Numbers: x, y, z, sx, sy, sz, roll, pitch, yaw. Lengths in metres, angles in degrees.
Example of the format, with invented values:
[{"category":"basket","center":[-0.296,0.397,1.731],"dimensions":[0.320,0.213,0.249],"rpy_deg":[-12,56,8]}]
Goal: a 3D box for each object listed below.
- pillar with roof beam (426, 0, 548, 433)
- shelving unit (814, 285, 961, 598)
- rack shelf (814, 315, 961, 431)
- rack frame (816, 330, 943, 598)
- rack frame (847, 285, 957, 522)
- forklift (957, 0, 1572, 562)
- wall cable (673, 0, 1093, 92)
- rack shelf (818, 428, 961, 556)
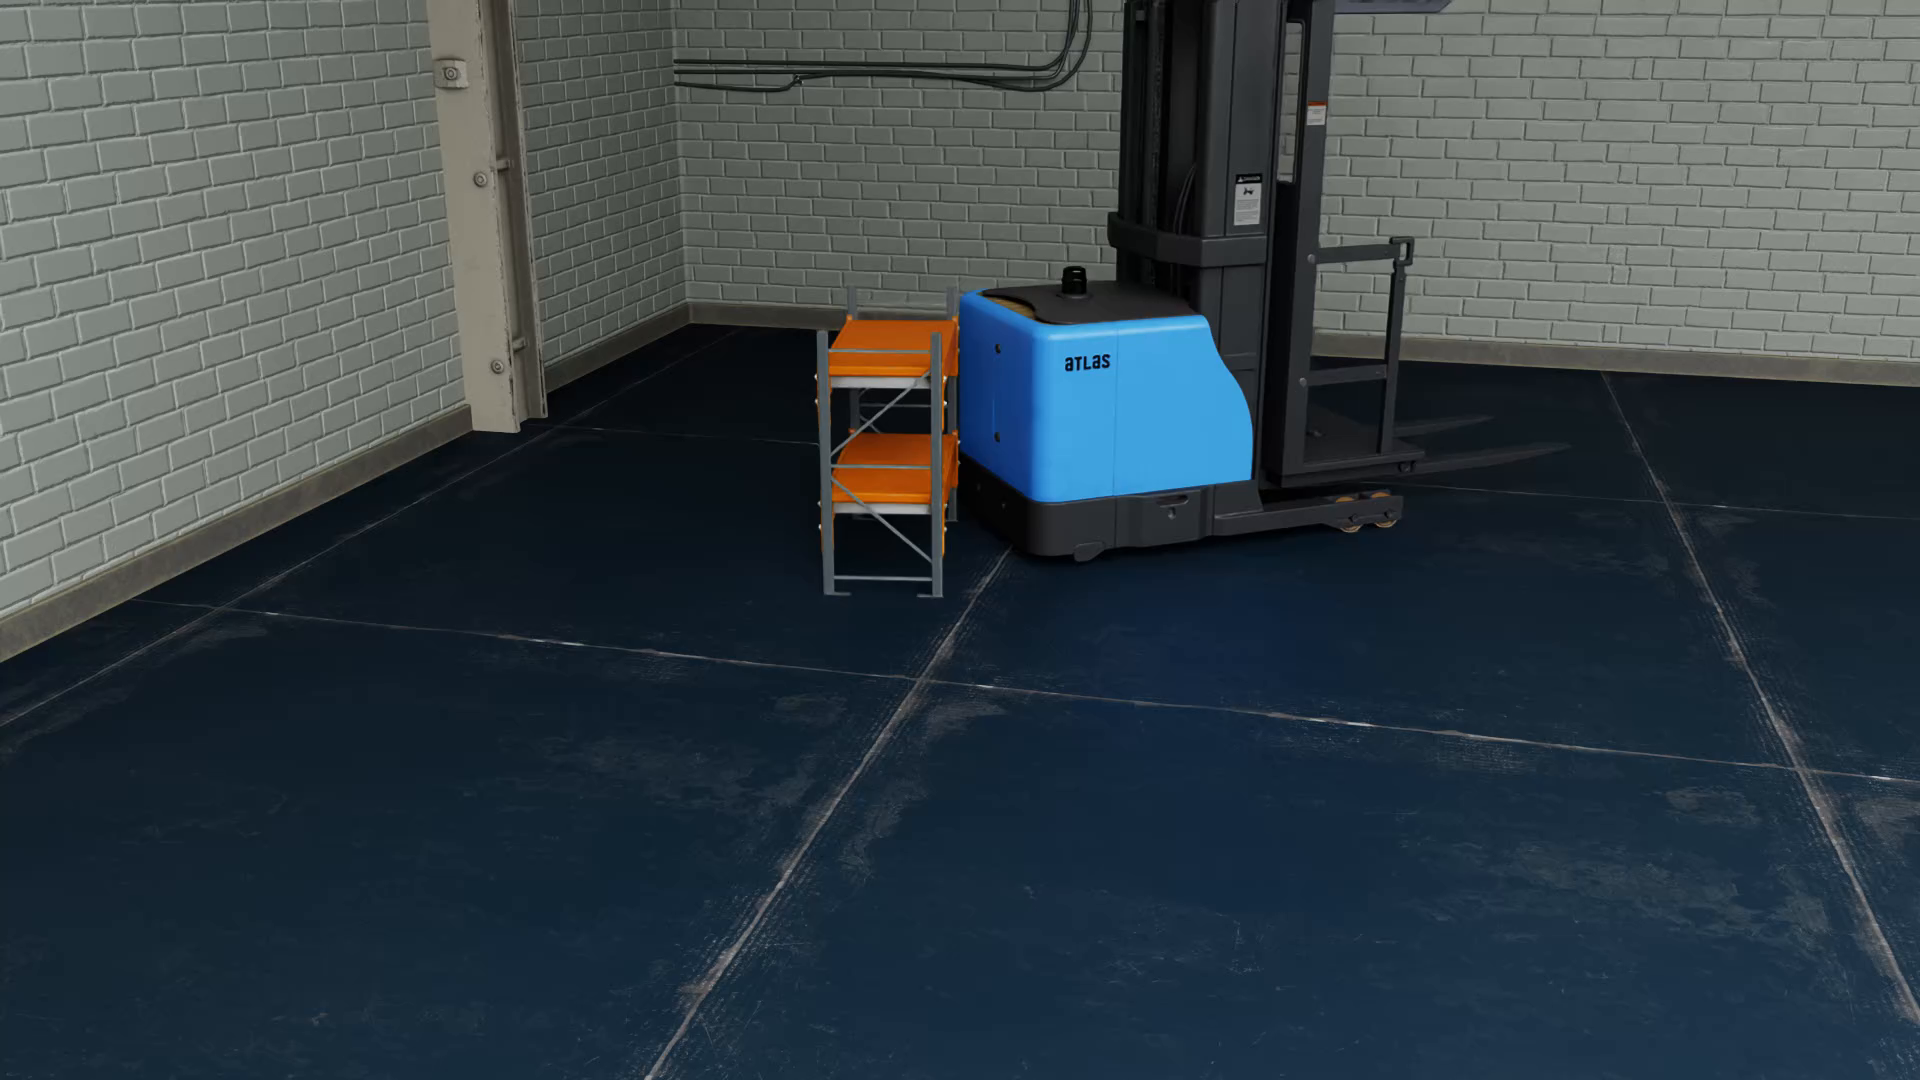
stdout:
[{"category":"pillar with roof beam","center":[1.545,-4.602,7.239],"dimensions":[9.100,9.000,0.400],"rpy_deg":[5,19,13]},{"category":"shelving unit","center":[-0.294,-0.462,7.300],"dimensions":[0.538,1.125,1.048],"rpy_deg":[1,19,3]},{"category":"rack shelf","center":[-0.294,-0.739,7.206],"dimensions":[0.538,0.278,1.000],"rpy_deg":[1,19,3]},{"category":"rack frame","center":[-0.323,-0.298,6.820],"dimensions":[0.500,1.125,0.032],"rpy_deg":[1,19,3]},{"category":"rack frame","center":[-0.265,-0.626,7.780],"dimensions":[0.500,1.125,0.032],"rpy_deg":[1,19,3]},{"category":"forklift","center":[1.554,-1.572,7.755],"dimensions":[3.031,2.935,1.130],"rpy_deg":[-7,20,-20]},{"category":"wall cable","center":[-0.628,-4.291,11.133],"dimensions":[3.097,2.526,0.112],"rpy_deg":[5,19,13]},{"category":"rack shelf","center":[-0.294,-0.231,7.379],"dimensions":[0.538,0.278,1.000],"rpy_deg":[1,19,3]}]
